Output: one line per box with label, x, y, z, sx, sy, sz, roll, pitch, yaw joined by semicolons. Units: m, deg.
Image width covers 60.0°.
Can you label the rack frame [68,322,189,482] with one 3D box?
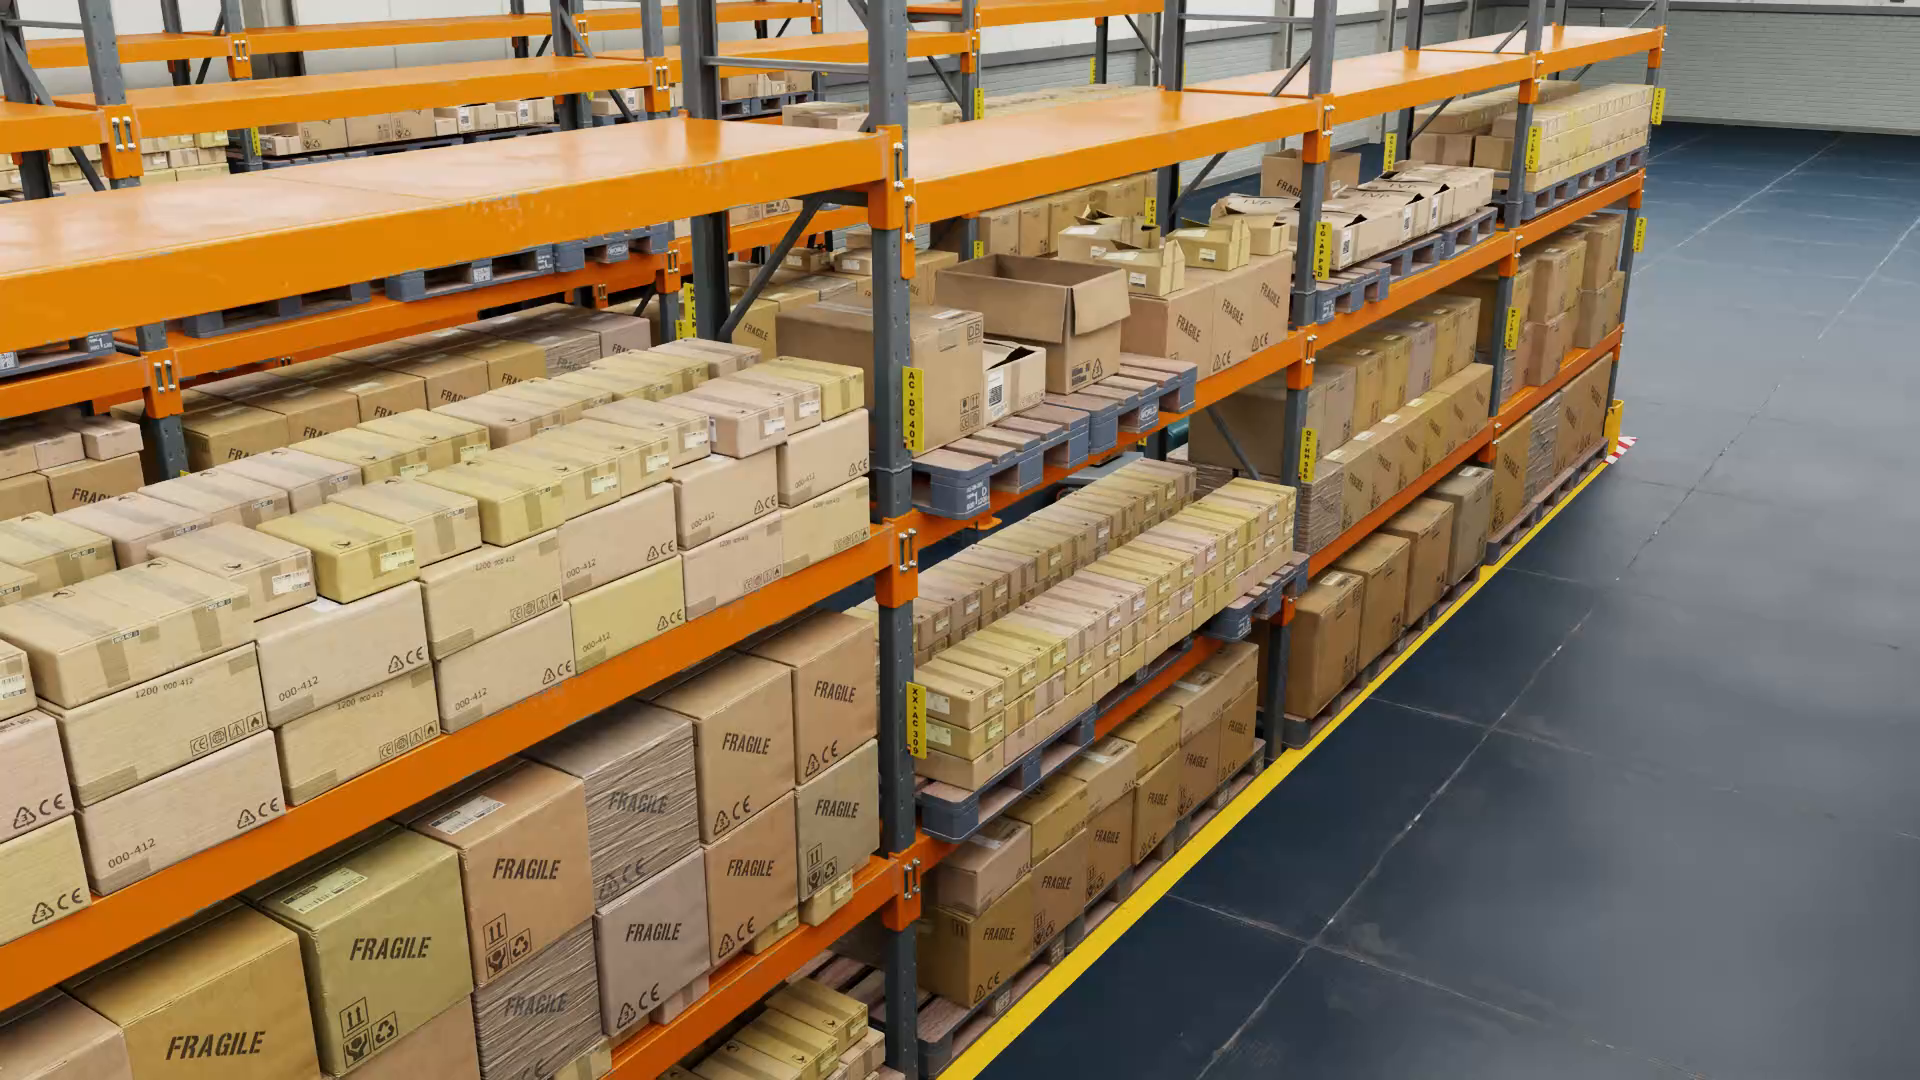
rack frame;-4.786;0.108;9.796;1.000;3.000;0.127;13;24;32

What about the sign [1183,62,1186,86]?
sign;2.408;-5.043;18.122;0.100;0.325;0.005;13;24;32

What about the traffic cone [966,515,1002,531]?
traffic cone;0.172;-0.368;14.741;0.336;0.463;0.334;13;24;32

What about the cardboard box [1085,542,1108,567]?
cardboard box;0.595;0.077;9.208;0.380;0.149;0.250;13;24;32

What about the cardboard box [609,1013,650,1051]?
cardboard box;-1.337;1.666;5.947;0.380;0.149;0.250;13;24;31

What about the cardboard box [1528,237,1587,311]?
cardboard box;5.020;-2.389;14.774;0.875;0.550;0.500;13;24;32

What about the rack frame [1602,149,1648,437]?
rack frame;6.111;-2.398;16.572;1.000;3.000;0.127;13;24;32

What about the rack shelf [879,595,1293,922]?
rack shelf;0.489;0.808;8.941;1.077;0.370;4.000;13;24;32

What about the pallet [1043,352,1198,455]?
pallet;0.381;-0.729;8.005;1.213;0.211;1.003;13;24;32

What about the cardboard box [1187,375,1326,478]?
cardboard box;1.874;-0.746;10.519;0.700;0.500;0.500;13;24;32

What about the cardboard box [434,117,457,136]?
cardboard box;-5.196;-4.091;16.437;0.380;0.149;0.250;13;24;31

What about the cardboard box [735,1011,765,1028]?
cardboard box;-1.104;2.087;7.522;0.380;0.149;0.250;15;25;34

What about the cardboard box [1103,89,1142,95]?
cardboard box;1.709;-4.700;17.683;0.380;0.149;0.250;13;24;31

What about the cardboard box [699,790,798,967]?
cardboard box;-0.966;1.201;6.269;0.500;0.500;0.500;13;24;30

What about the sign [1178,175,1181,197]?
sign;2.408;-3.912;18.540;0.100;0.325;0.005;13;24;32

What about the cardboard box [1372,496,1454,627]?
cardboard box;3.042;0.079;12.512;1.050;0.750;0.750;13;24;32

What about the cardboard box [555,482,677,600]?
cardboard box;-1.276;-0.047;5.387;0.500;0.250;0.500;14;25;34

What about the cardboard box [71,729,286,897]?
cardboard box;-2.120;0.627;4.287;0.500;0.250;0.500;14;25;34

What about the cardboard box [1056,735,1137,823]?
cardboard box;0.586;1.209;8.737;0.500;0.250;0.500;14;25;34

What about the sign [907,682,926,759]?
sign;-0.182;0.742;6.834;0.100;0.325;0.005;13;24;32

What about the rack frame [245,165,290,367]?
rack frame;-6.644;-2.006;15.513;1.000;3.000;0.127;13;24;32

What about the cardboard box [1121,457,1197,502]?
cardboard box;1.191;-0.365;9.975;0.380;0.149;0.250;13;24;32

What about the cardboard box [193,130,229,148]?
cardboard box;-6.593;-3.513;14.475;0.380;0.149;0.250;14;25;34

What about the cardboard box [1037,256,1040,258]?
cardboard box;0.452;-2.594;16.528;0.500;0.500;0.500;13;24;32

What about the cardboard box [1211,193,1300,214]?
cardboard box;1.953;-2.070;10.741;0.500;0.311;0.500;13;24;32

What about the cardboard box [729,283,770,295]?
cardboard box;-1.947;-1.903;14.055;0.500;0.500;0.500;11;23;28

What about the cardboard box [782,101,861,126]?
cardboard box;-1.220;-3.721;14.713;0.500;0.250;0.500;13;24;31

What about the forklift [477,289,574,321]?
forklift;-3.260;-1.519;14.294;3.031;2.935;1.130;-19;27;-41

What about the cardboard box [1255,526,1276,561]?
cardboard box;1.564;-0.014;9.455;0.380;0.149;0.250;14;25;34

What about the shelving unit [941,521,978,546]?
shelving unit;-0.005;-0.420;14.250;0.258;0.900;0.210;13;24;32

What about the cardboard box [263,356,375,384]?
cardboard box;-4.156;-0.876;10.872;0.500;0.500;0.500;14;25;33

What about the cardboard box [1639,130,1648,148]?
cardboard box;6.204;-3.770;15.569;0.380;0.149;0.250;13;24;32

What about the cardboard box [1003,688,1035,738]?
cardboard box;0.111;0.728;7.449;0.380;0.149;0.250;13;24;31

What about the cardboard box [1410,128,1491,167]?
cardboard box;3.926;-3.162;13.351;0.500;0.250;0.500;13;24;31

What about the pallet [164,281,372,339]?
pallet;-4.311;-1.481;10.046;0.805;0.209;1.217;12;24;30

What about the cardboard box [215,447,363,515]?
cardboard box;-2.057;-0.155;5.106;0.380;0.149;0.250;13;24;30

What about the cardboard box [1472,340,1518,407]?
cardboard box;4.060;-1.429;13.736;0.875;0.550;0.550;13;24;32

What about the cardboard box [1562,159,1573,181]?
cardboard box;4.774;-3.040;13.595;0.380;0.149;0.250;13;24;31

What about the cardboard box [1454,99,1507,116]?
cardboard box;4.373;-3.616;14.003;0.380;0.149;0.250;13;24;32

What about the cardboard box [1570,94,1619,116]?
cardboard box;5.487;-3.778;14.441;0.380;0.149;0.250;13;24;31

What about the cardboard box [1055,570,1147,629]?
cardboard box;0.693;0.292;8.198;0.380;0.149;0.250;14;25;34

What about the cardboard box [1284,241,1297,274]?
cardboard box;1.933;-1.700;9.975;0.380;0.149;0.250;12;24;30

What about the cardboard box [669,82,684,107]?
cardboard box;-3.310;-5.108;19.019;0.396;0.266;0.258;13;24;31

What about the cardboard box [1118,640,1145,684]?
cardboard box;0.696;0.567;8.314;0.380;0.149;0.250;13;24;31

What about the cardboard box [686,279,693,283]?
cardboard box;-2.997;-3.047;20.242;0.500;0.250;0.500;13;24;31

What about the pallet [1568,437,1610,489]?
pallet;5.726;-0.846;16.395;1.003;0.211;1.213;13;24;32

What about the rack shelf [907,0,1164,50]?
rack shelf;0.836;-5.236;16.637;1.077;0.370;4.000;13;24;32

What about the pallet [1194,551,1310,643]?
pallet;1.301;0.212;9.791;1.213;0.211;1.003;13;24;32

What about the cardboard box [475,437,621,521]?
cardboard box;-1.291;-0.194;5.211;0.380;0.149;0.250;13;24;31

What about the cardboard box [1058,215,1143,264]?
cardboard box;0.758;-1.625;8.910;0.396;0.266;0.258;13;24;32

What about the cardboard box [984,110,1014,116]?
cardboard box;0.280;-3.957;15.675;0.380;0.149;0.250;14;25;33

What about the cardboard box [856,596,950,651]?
cardboard box;-0.274;0.382;7.954;0.380;0.149;0.250;12;24;30

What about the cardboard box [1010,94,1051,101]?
cardboard box;0.710;-4.505;17.157;0.380;0.149;0.250;14;24;33

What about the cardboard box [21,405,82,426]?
cardboard box;-5.178;-0.672;9.384;0.380;0.149;0.250;13;24;31

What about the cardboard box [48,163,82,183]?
cardboard box;-7.390;-3.017;13.563;0.380;0.149;0.250;14;25;33
